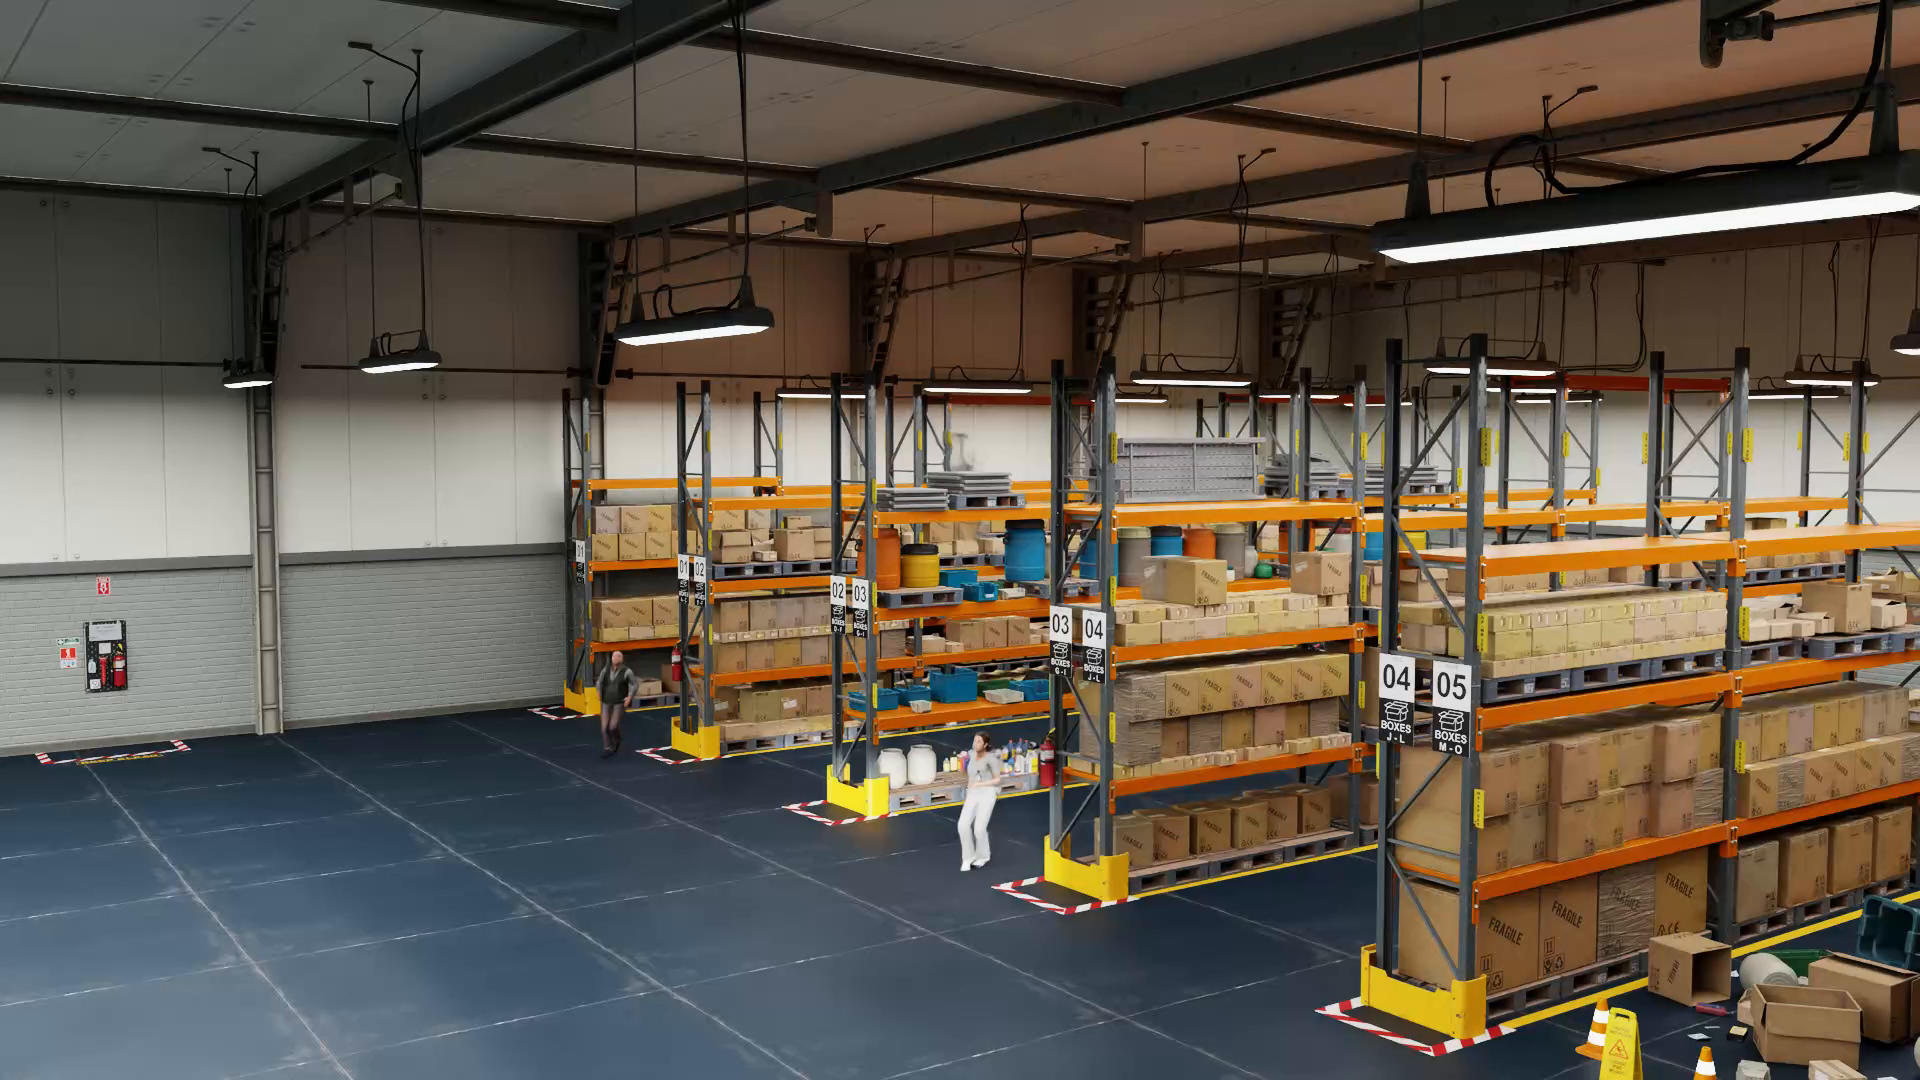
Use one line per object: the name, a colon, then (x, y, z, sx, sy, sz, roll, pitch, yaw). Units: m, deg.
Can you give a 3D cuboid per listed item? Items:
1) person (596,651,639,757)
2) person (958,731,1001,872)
person: (-5.523, 2.625, 26.541, 0.687, 1.690, 0.512, 1, 4, 10)
person: (0.236, 3.101, 19.668, 0.546, 1.699, 0.569, 3, 4, 34)
